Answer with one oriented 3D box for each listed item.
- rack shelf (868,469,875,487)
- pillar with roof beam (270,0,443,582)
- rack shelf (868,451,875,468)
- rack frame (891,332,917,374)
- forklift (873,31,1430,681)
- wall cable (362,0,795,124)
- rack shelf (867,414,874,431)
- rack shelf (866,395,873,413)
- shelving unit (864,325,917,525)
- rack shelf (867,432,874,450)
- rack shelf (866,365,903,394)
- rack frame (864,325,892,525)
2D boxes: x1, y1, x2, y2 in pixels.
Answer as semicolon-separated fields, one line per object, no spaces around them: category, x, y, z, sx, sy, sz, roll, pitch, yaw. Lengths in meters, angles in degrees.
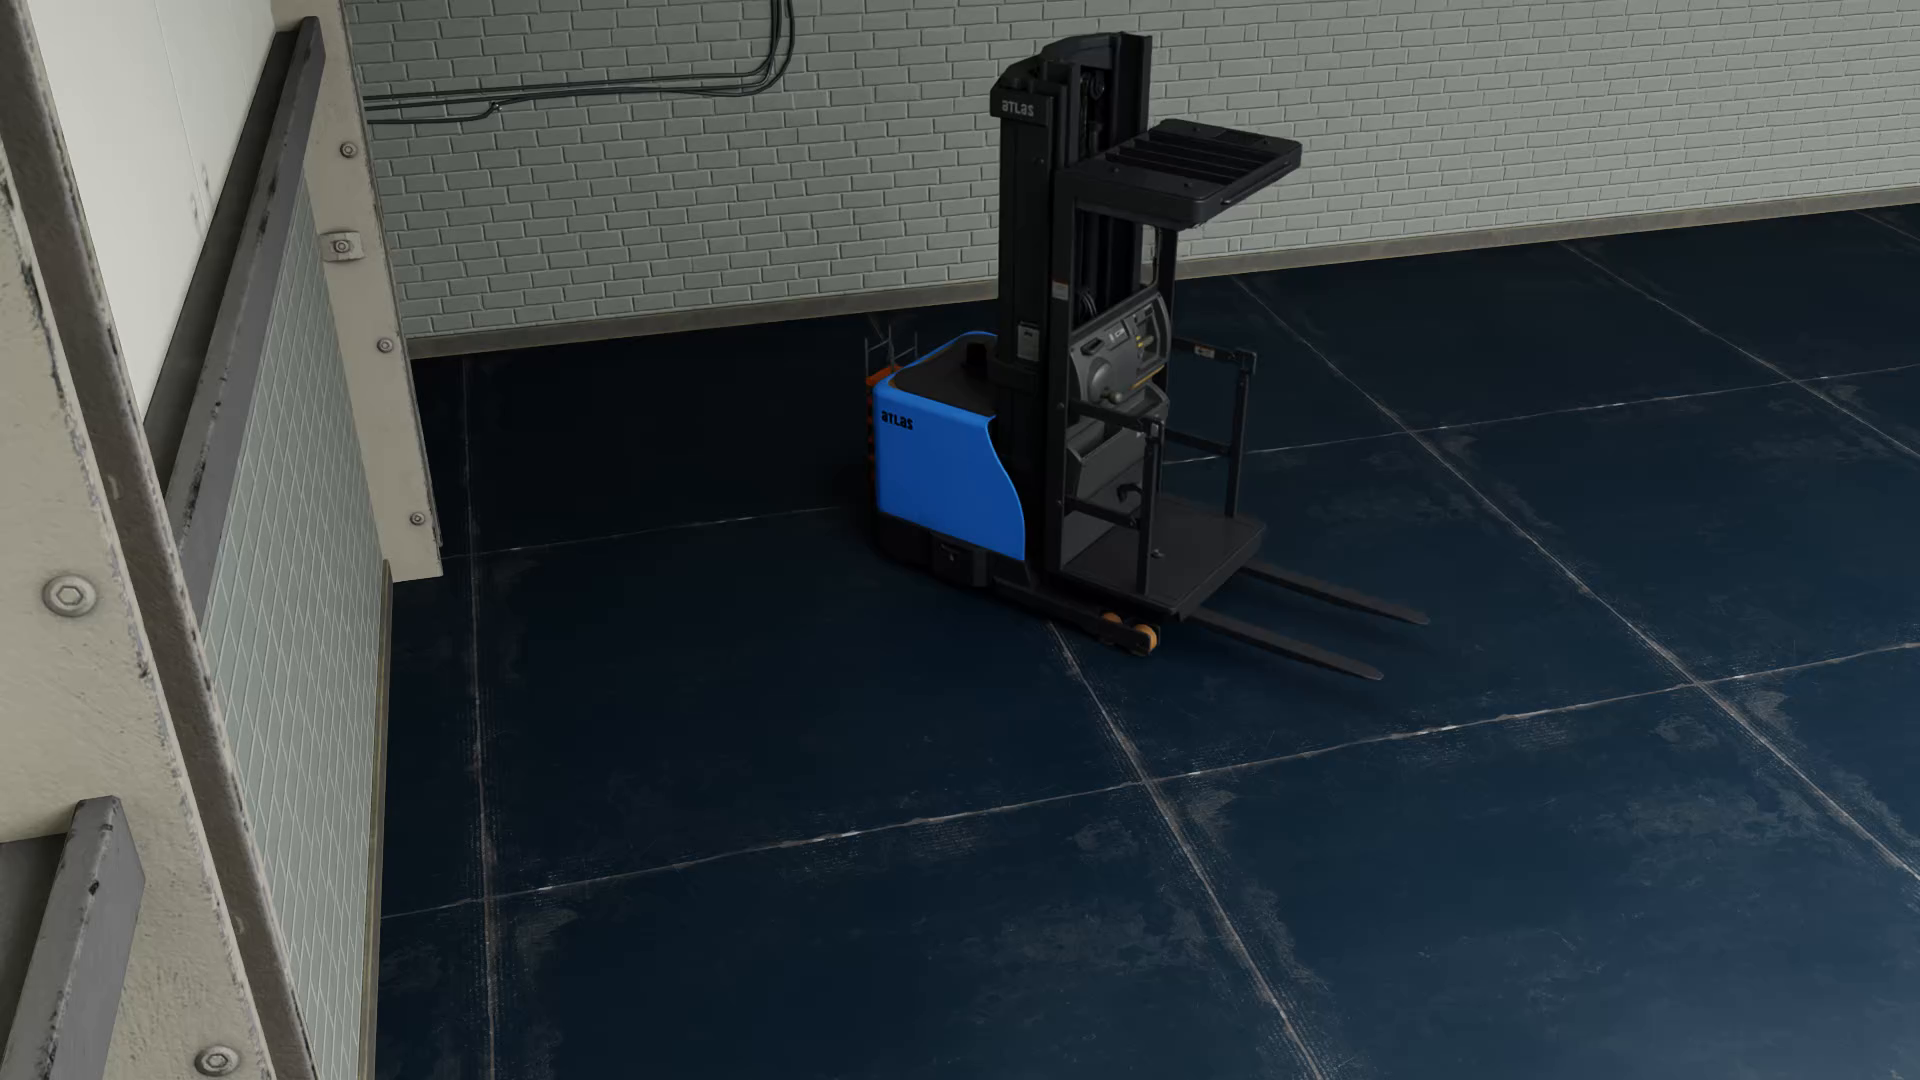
rack shelf;-0.388;-0.383;9.781;0.180;0.103;0.258;19;35;30
pillar with roof beam;1.026;-4.341;8.266;9.100;9.000;0.400;-8;31;-13
rack shelf;-0.388;-0.487;9.721;0.180;0.103;0.258;19;35;30
rack frame;-0.314;-0.603;9.593;0.006;1.200;0.240;19;35;30
forklift;1.004;-0.964;8.489;3.031;2.935;1.130;19;35;30
wall cable;-2.632;-4.023;10.817;3.097;2.526;0.112;-8;31;-13
rack shelf;-0.388;-0.694;9.601;0.180;0.103;0.258;19;35;30
rack shelf;-0.388;-0.798;9.541;0.180;0.103;0.258;19;35;30
shelving unit;-0.388;-0.629;9.639;0.189;1.200;0.258;19;35;30
rack shelf;-0.388;-0.590;9.661;0.180;0.103;0.258;19;35;30
rack shelf;-0.388;-0.902;9.481;0.180;0.103;0.258;19;35;30
rack frame;-0.463;-0.655;9.684;0.006;1.200;0.240;19;35;30
